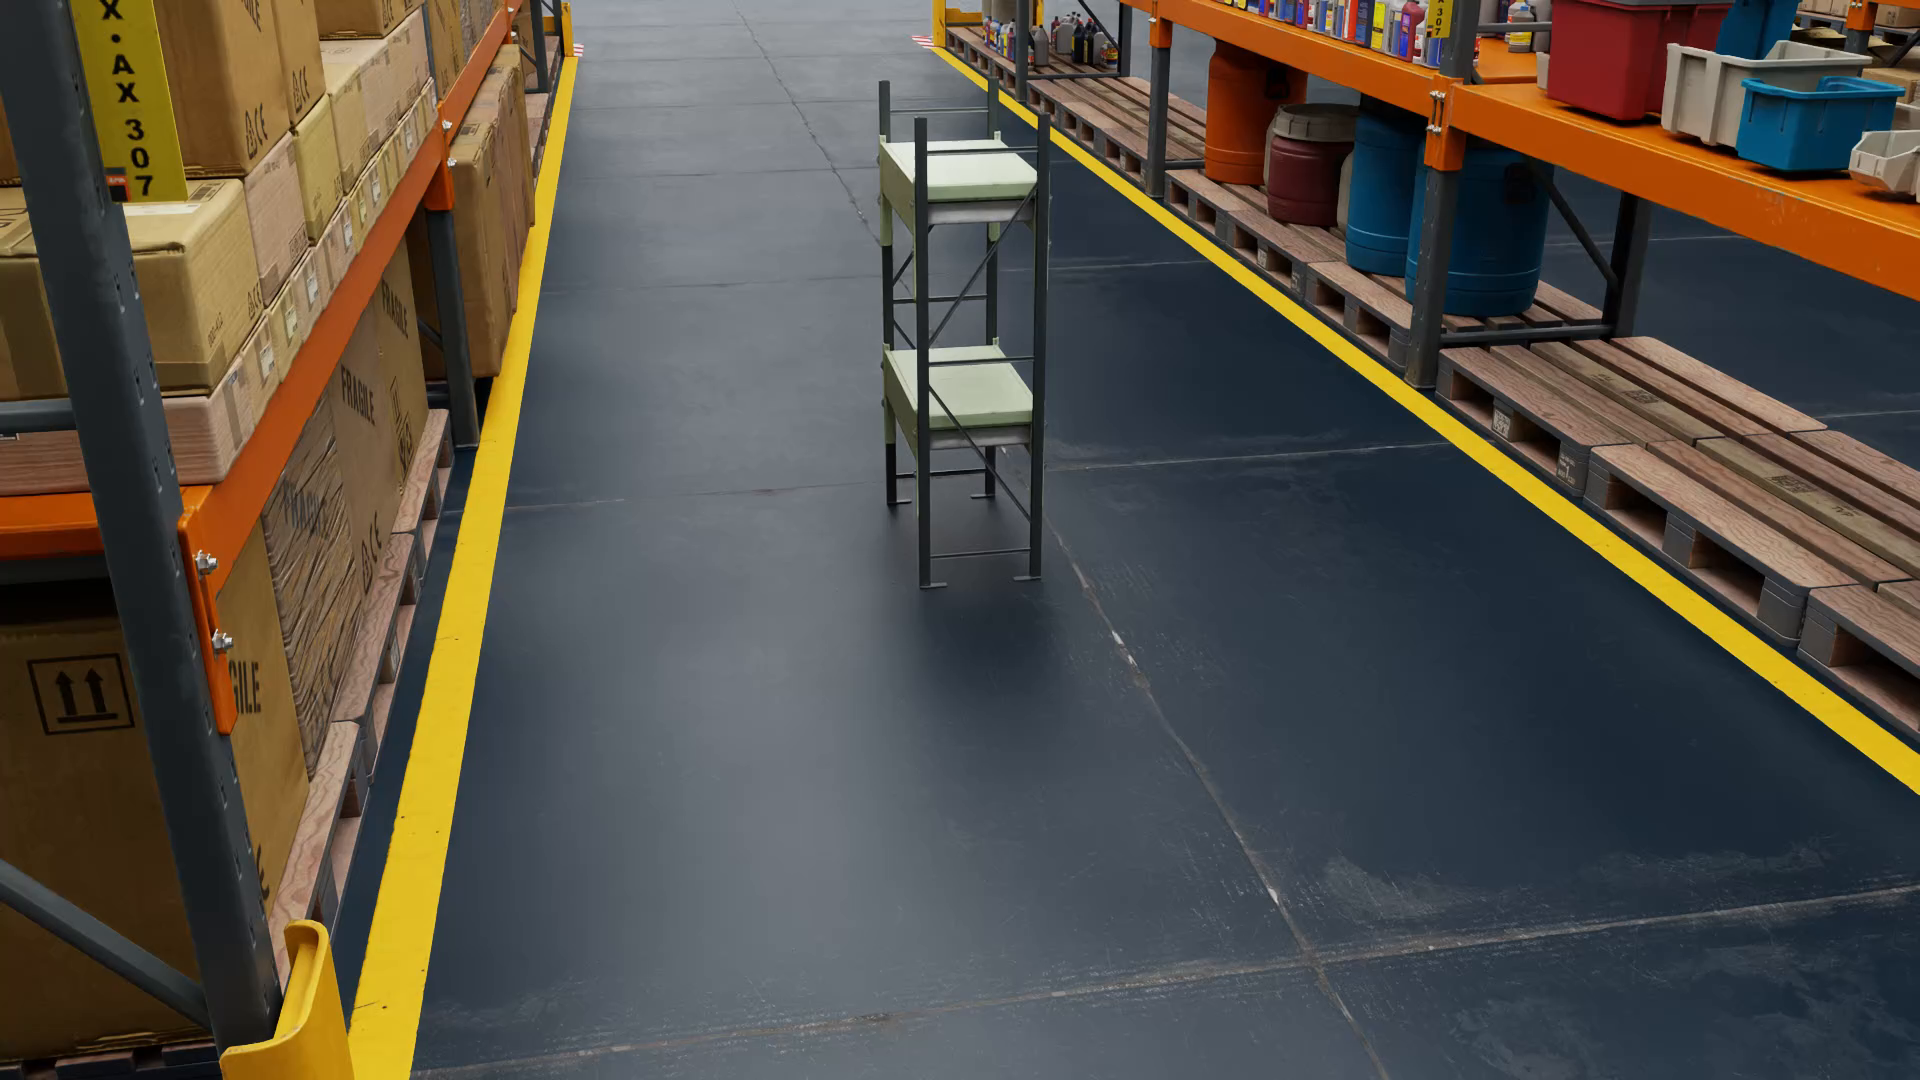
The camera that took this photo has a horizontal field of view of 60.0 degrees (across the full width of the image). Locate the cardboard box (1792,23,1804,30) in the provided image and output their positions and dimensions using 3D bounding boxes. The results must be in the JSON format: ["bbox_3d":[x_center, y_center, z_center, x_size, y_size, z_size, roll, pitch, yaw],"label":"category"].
[{"bbox_3d":[6.490,-4.050,13.484,0.500,0.311,0.500,-5,24,-10],"label":"cardboard box"}]

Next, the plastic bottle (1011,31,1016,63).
[{"bbox_3d":[0.545,-4.527,15.127,0.144,0.351,0.185,-6,24,-12],"label":"plastic bottle"}]

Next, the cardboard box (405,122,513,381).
[{"bbox_3d":[-2.543,-1.187,6.851,1.225,0.875,0.875,-4,24,-10],"label":"cardboard box"}]

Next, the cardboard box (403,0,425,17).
[{"bbox_3d":[-2.057,-1.969,5.389,0.500,0.500,0.500,-4,24,-8],"label":"cardboard box"}]

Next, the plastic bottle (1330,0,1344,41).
[{"bbox_3d":[1.886,-2.554,8.006,0.152,0.276,0.135,-4,24,-10],"label":"plastic bottle"}]

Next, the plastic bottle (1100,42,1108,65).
[{"bbox_3d":[1.317,-4.389,14.997,0.097,0.201,0.097,0,24,0],"label":"plastic bottle"}]

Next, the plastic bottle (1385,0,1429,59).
[{"bbox_3d":[2.004,-2.303,7.430,0.152,0.276,0.135,-4,24,-10],"label":"plastic bottle"}]

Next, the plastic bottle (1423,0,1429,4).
[{"bbox_3d":[2.113,-2.410,7.583,0.144,0.351,0.185,-4,24,-10],"label":"plastic bottle"}]

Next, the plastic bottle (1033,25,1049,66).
[{"bbox_3d":[0.722,-4.462,14.979,0.144,0.351,0.185,-4,24,-10],"label":"plastic bottle"}]

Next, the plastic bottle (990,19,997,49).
[{"bbox_3d":[0.336,-4.885,16.047,0.097,0.271,0.097,0,24,0],"label":"plastic bottle"}]

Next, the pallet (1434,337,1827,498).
[{"bbox_3d":[2.637,-0.521,6.679,1.003,0.211,1.213,-4,24,-10],"label":"pallet"}]

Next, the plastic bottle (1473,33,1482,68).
[{"bbox_3d":[2.191,-2.142,7.154,0.097,0.201,0.097,0,24,0],"label":"plastic bottle"}]

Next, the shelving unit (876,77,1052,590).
[{"bbox_3d":[-0.001,-0.690,5.456,0.431,1.500,0.755,-4,24,-10],"label":"shelving unit"}]

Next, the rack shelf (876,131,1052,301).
[{"bbox_3d":[-0.001,-1.048,5.300,0.431,0.370,0.720,-4,24,-10],"label":"rack shelf"}]

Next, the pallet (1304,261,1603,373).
[{"bbox_3d":[2.361,-1.114,8.036,1.003,0.211,1.213,-4,24,-10],"label":"pallet"}]

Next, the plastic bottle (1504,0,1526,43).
[{"bbox_3d":[2.653,-2.472,7.911,0.097,0.201,0.097,0,24,0],"label":"plastic bottle"}]

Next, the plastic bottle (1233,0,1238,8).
[{"bbox_3d":[1.590,-3.091,9.328,0.097,0.201,0.097,0,24,0],"label":"plastic bottle"}]

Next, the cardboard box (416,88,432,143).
[{"bbox_3d":[-1.979,-1.406,5.536,0.380,0.149,0.250,-4,24,-9],"label":"cardboard box"}]

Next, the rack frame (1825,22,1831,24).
[{"bbox_3d":[9.980,-7.538,19.262,1.000,3.000,0.127,-4,24,-10],"label":"rack frame"}]

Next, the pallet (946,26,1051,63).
[{"bbox_3d":[0.449,-5.181,17.348,1.003,0.211,1.213,-4,24,-10],"label":"pallet"}]

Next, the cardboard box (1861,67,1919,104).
[{"bbox_3d":[6.395,-2.879,11.168,0.500,0.500,0.500,-3,24,-7],"label":"cardboard box"}]

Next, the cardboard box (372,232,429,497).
[{"bbox_3d":[-2.362,-0.672,5.670,0.875,0.875,0.875,-4,24,-10],"label":"cardboard box"}]

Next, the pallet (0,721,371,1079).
[{"bbox_3d":[-1.890,0.824,3.599,1.003,0.211,1.213,-4,24,-10],"label":"pallet"}]

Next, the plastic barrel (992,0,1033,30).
[{"bbox_3d":[0.533,-5.407,16.966,0.421,0.512,0.421,0,24,0],"label":"plastic barrel"}]

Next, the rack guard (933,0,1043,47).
[{"bbox_3d":[0.304,-5.633,18.023,1.175,0.500,0.348,-4,24,-10],"label":"rack guard"}]

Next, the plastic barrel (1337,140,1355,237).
[{"bbox_3d":[2.231,-1.860,8.844,0.421,0.512,0.421,0,24,0],"label":"plastic barrel"}]

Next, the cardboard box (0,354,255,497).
[{"bbox_3d":[-1.407,-0.194,2.760,0.380,0.149,0.250,-4,24,-9],"label":"cardboard box"}]

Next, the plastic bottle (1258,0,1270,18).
[{"bbox_3d":[1.654,-2.953,8.909,0.061,0.283,0.133,-4,24,-10],"label":"plastic bottle"}]

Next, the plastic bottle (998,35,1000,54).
[{"bbox_3d":[0.411,-4.694,15.697,0.097,0.201,0.097,0,24,0],"label":"plastic bottle"}]

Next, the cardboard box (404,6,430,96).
[{"bbox_3d":[-2.066,-1.632,5.554,0.500,0.250,0.500,-5,24,-11],"label":"cardboard box"}]

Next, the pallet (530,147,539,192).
[{"bbox_3d":[-3.288,-2.321,10.801,1.003,0.211,1.213,-4,24,-10],"label":"pallet"}]

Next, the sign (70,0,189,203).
[{"bbox_3d":[-1.119,-0.617,2.234,0.100,0.325,0.005,-4,24,-10],"label":"sign"}]

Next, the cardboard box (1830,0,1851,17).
[{"bbox_3d":[10.125,-6.005,18.561,0.500,0.311,0.500,-2,24,-5],"label":"cardboard box"}]

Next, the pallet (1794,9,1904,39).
[{"bbox_3d":[10.109,-5.908,19.014,1.003,0.211,1.213,-4,24,-10],"label":"pallet"}]

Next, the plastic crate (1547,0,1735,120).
[{"bbox_3d":[2.381,-1.772,5.905,0.402,0.464,0.583,-4,24,-10],"label":"plastic crate"}]

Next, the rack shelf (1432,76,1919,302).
[{"bbox_3d":[2.832,-0.969,5.119,1.077,0.370,4.000,-4,24,-10],"label":"rack shelf"}]

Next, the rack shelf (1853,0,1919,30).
[{"bbox_3d":[6.961,-2.907,9.557,1.077,0.370,4.000,-4,24,-10],"label":"rack shelf"}]

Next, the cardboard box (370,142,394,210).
[{"bbox_3d":[-1.789,-1.002,4.611,0.380,0.149,0.250,-5,24,-11],"label":"cardboard box"}]

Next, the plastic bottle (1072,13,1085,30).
[{"bbox_3d":[1.128,-4.809,15.773,0.144,0.351,0.185,-4,24,-10],"label":"plastic bottle"}]

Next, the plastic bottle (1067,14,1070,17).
[{"bbox_3d":[1.053,-5.027,16.357,0.061,0.283,0.133,-4,24,-8],"label":"plastic bottle"}]

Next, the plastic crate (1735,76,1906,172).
[{"bbox_3d":[2.570,-1.251,5.001,0.416,0.233,0.300,-4,24,-10],"label":"plastic crate"}]

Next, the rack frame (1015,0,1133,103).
[{"bbox_3d":[0.983,-5.232,13.981,1.000,3.000,0.127,-4,24,-10],"label":"rack frame"}]

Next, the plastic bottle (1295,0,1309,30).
[{"bbox_3d":[1.756,-2.736,8.414,0.061,0.283,0.133,-4,24,-10],"label":"plastic bottle"}]

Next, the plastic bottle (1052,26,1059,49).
[{"bbox_3d":[0.940,-4.862,16.081,0.097,0.201,0.097,0,24,0],"label":"plastic bottle"}]

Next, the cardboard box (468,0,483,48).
[{"bbox_3d":[-2.531,-2.561,7.741,0.500,0.500,0.500,-4,24,-9],"label":"cardboard box"}]

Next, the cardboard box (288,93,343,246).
[{"bbox_3d":[-1.681,-0.823,3.703,0.500,0.250,0.500,-5,24,-12],"label":"cardboard box"}]

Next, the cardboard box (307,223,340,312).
[{"bbox_3d":[-1.599,-0.598,3.685,0.380,0.149,0.250,-5,24,-11],"label":"cardboard box"}]
